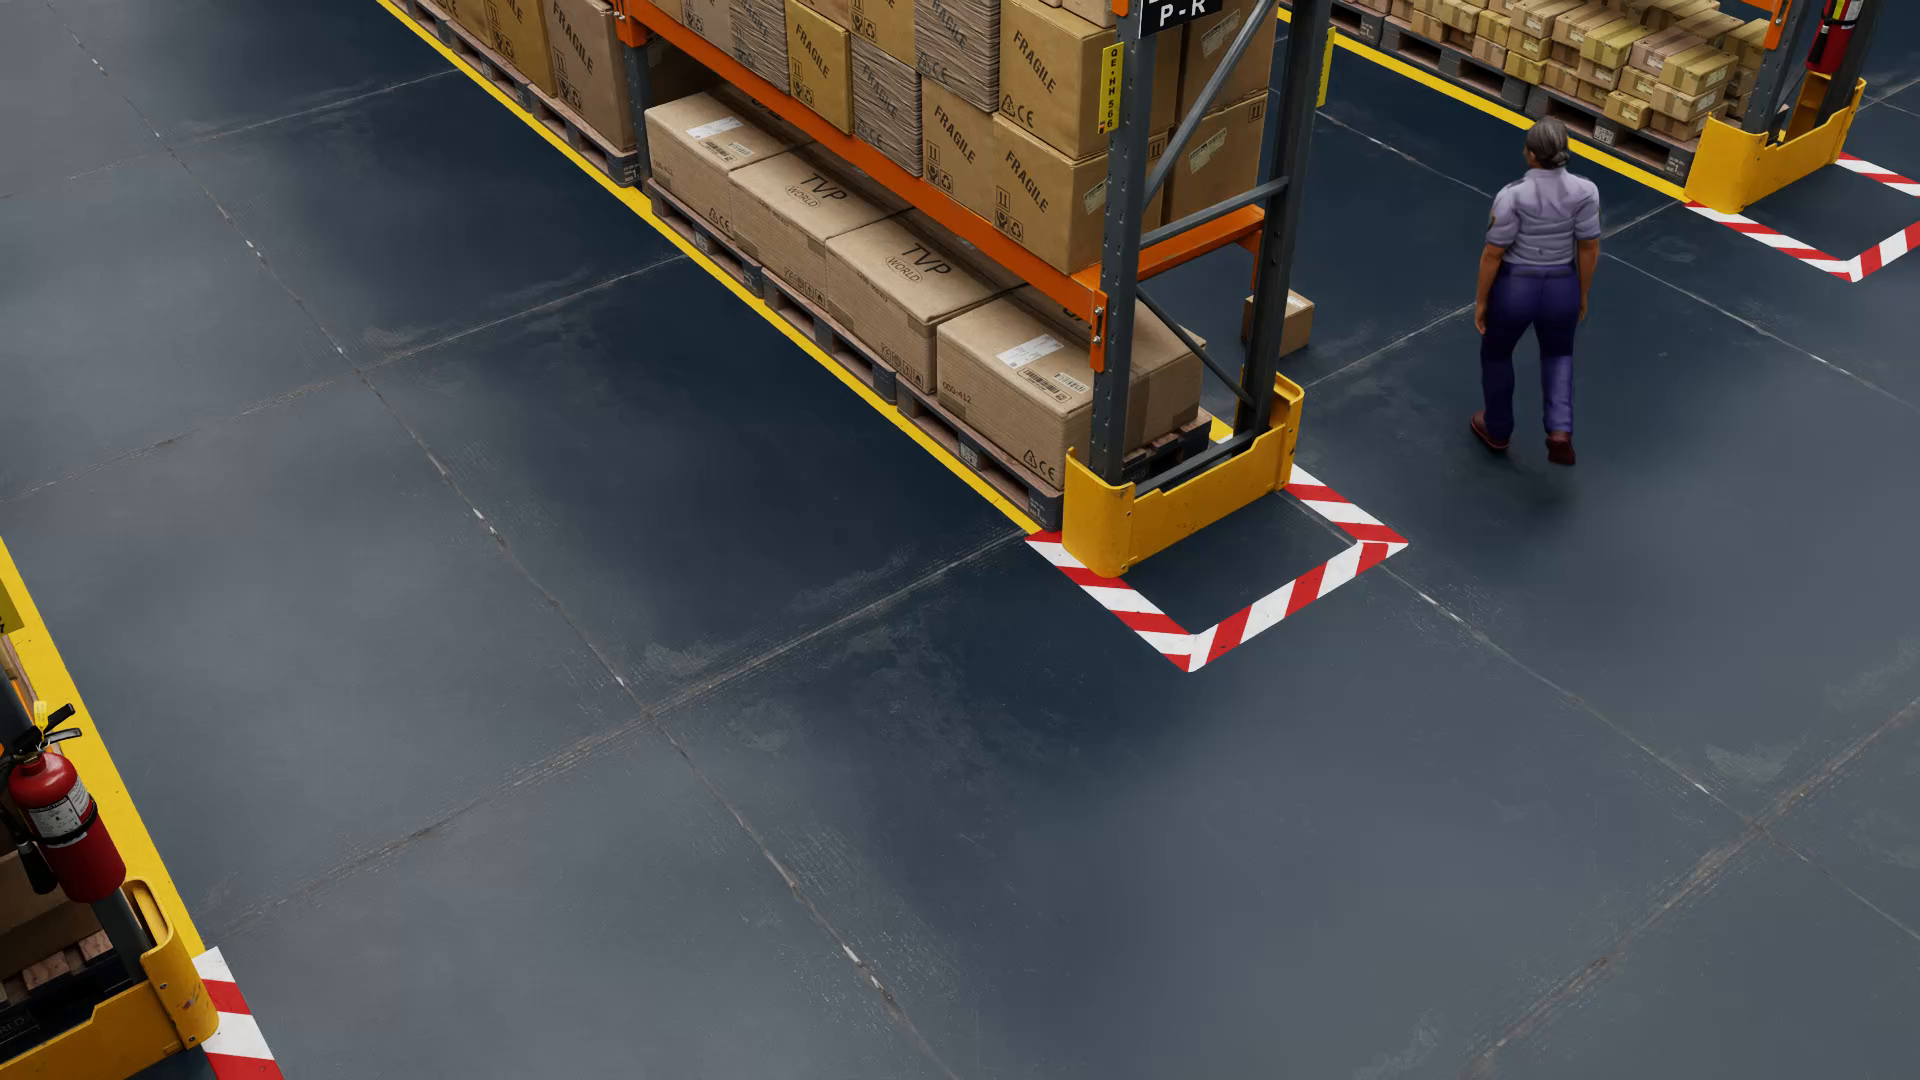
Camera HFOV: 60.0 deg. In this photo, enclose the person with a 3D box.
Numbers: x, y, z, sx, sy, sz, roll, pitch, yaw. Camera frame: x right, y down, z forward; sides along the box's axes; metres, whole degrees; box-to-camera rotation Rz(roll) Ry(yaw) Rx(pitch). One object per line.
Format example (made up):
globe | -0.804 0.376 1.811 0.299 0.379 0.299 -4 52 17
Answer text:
person | 2.556 -1.025 7.355 0.548 1.625 0.611 0 41 0
